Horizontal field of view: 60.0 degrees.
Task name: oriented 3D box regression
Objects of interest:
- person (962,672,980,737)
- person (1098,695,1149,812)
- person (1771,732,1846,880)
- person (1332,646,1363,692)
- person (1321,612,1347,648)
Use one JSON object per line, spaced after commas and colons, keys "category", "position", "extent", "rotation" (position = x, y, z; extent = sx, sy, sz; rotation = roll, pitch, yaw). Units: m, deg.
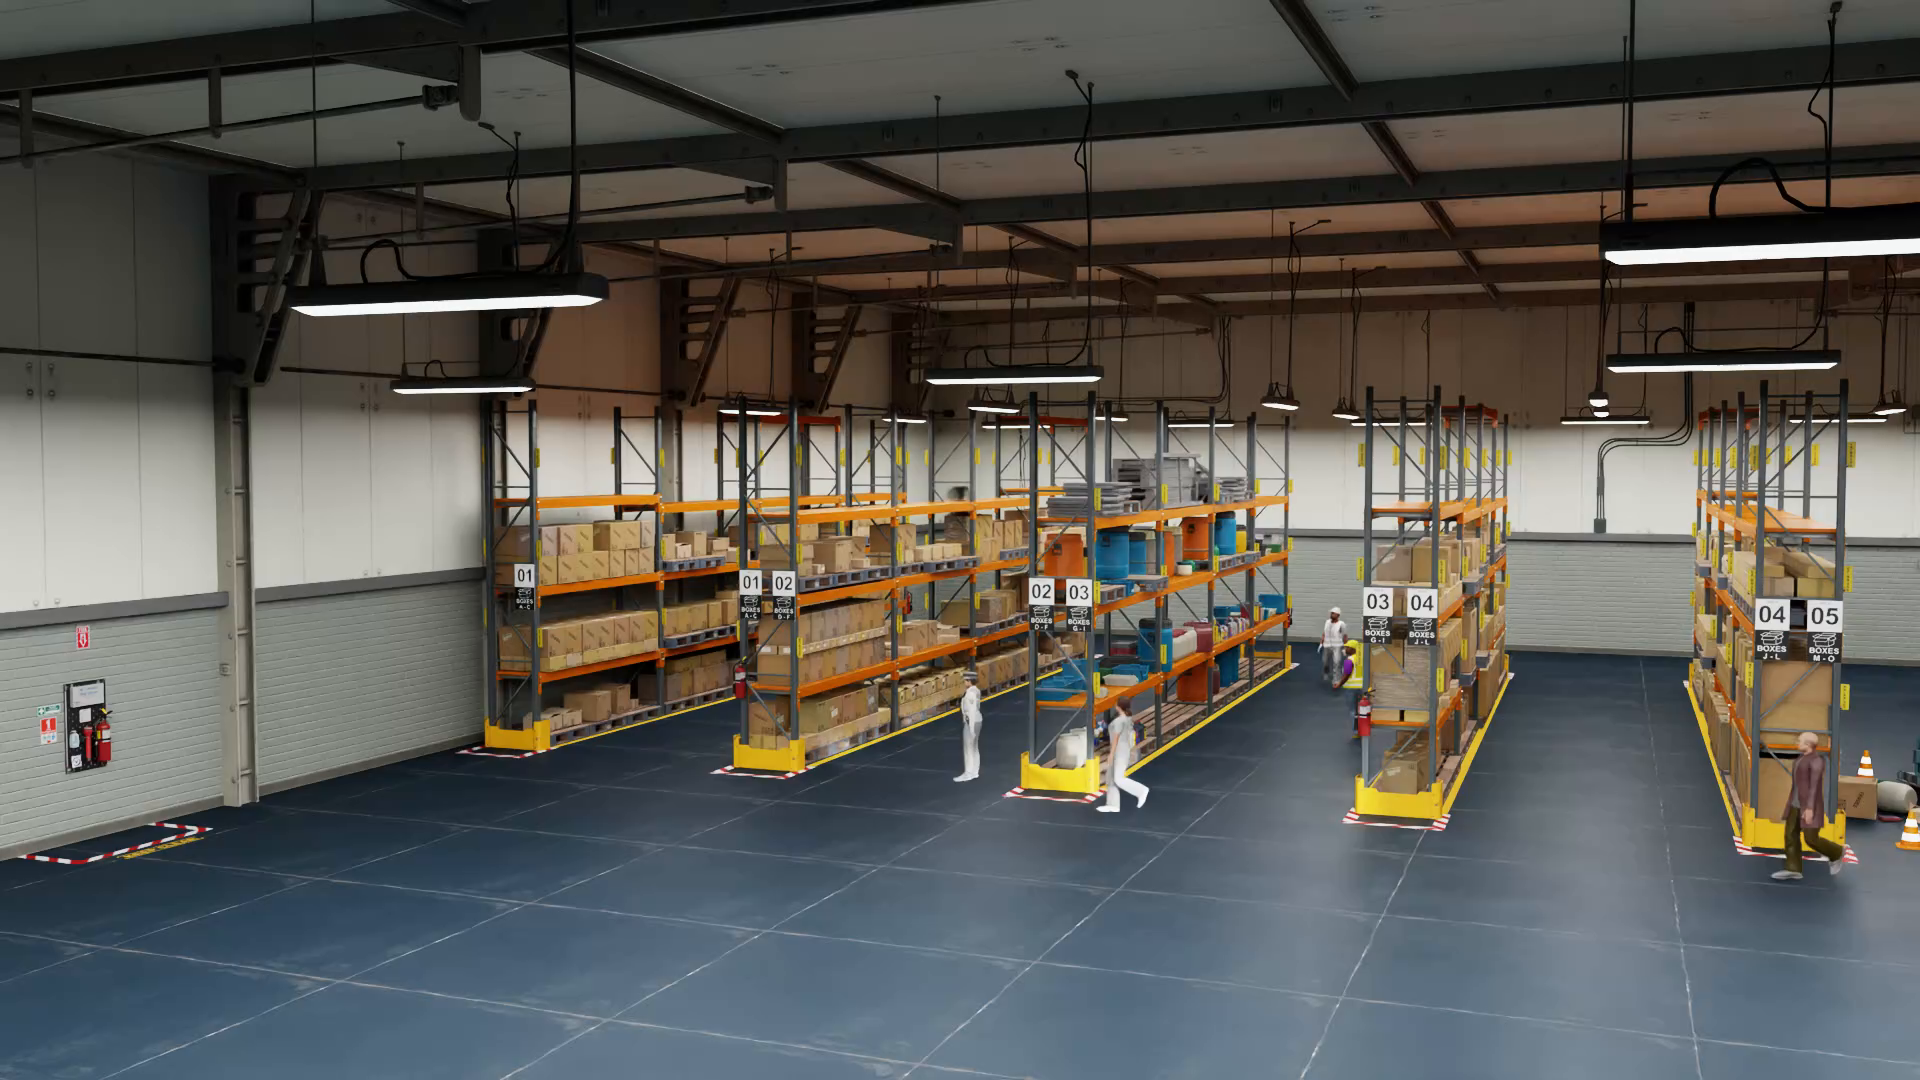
{"category": "person", "position": [0.157, 2.552, 25.875], "extent": [0.273, 0.996, 0.513], "rotation": [1, 3, 12]}
{"category": "person", "position": [2.302, 3.010, 23.378], "extent": [0.666, 1.658, 0.430], "rotation": [-1, 3, -15]}
{"category": "person", "position": [10.063, 3.147, 19.645], "extent": [0.809, 1.771, 0.490], "rotation": [-1, 3, -14]}
{"category": "person", "position": [7.068, 2.320, 29.837], "extent": [0.697, 0.983, 0.399], "rotation": [-1, 3, -15]}
{"category": "person", "position": [8.161, 2.026, 36.375], "extent": [0.623, 1.049, 0.412], "rotation": [1, 3, 19]}
